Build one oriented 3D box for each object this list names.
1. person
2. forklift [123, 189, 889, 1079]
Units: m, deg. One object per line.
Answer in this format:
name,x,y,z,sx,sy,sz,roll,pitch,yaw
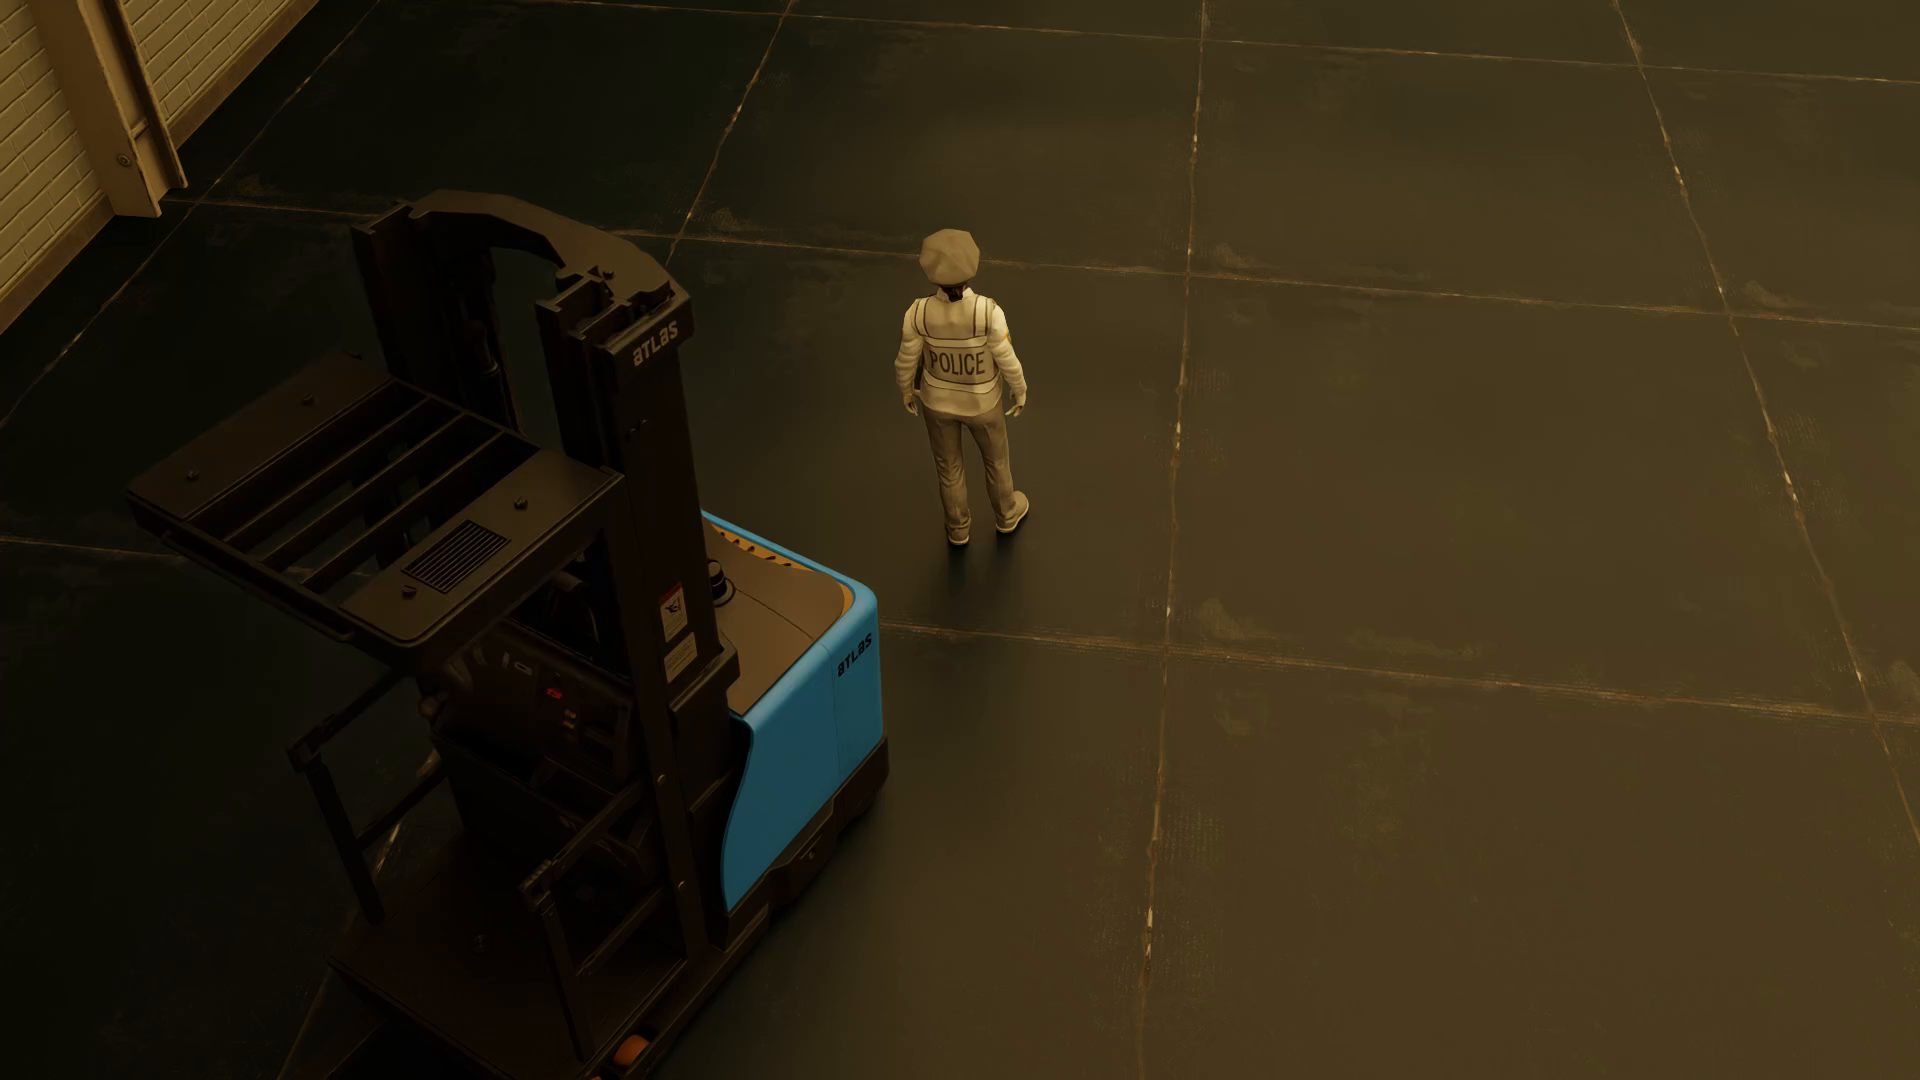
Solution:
person,0.016,-0.675,7.362,0.586,1.694,0.532,5,43,6
forklift,-1.508,0.560,5.115,1.130,2.935,3.031,23,47,23
